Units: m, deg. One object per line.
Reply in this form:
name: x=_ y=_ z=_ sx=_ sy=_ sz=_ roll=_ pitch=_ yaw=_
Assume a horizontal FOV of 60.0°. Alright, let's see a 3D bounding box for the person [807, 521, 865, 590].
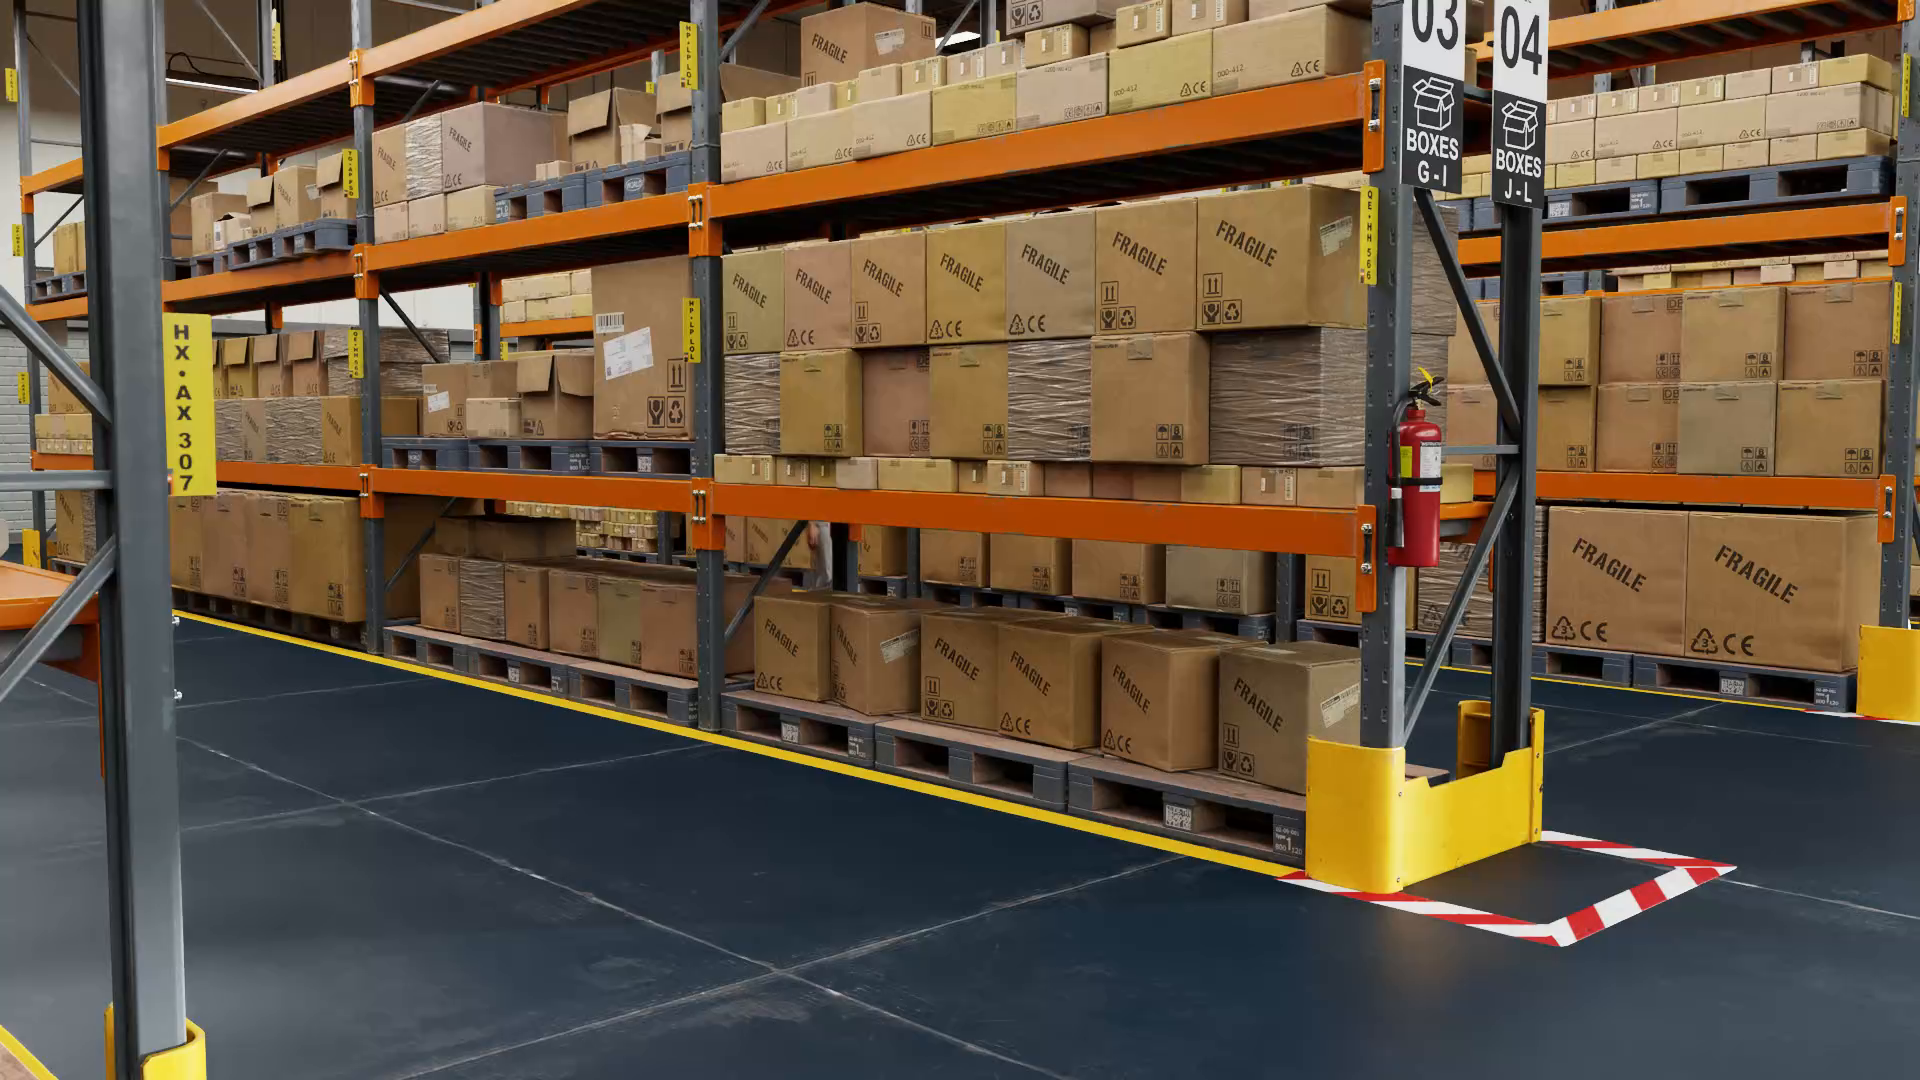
person: x=-0.868 y=-0.068 z=11.610 sx=0.470 sy=1.669 sz=0.437 roll=-4 pitch=5 yaw=-42
